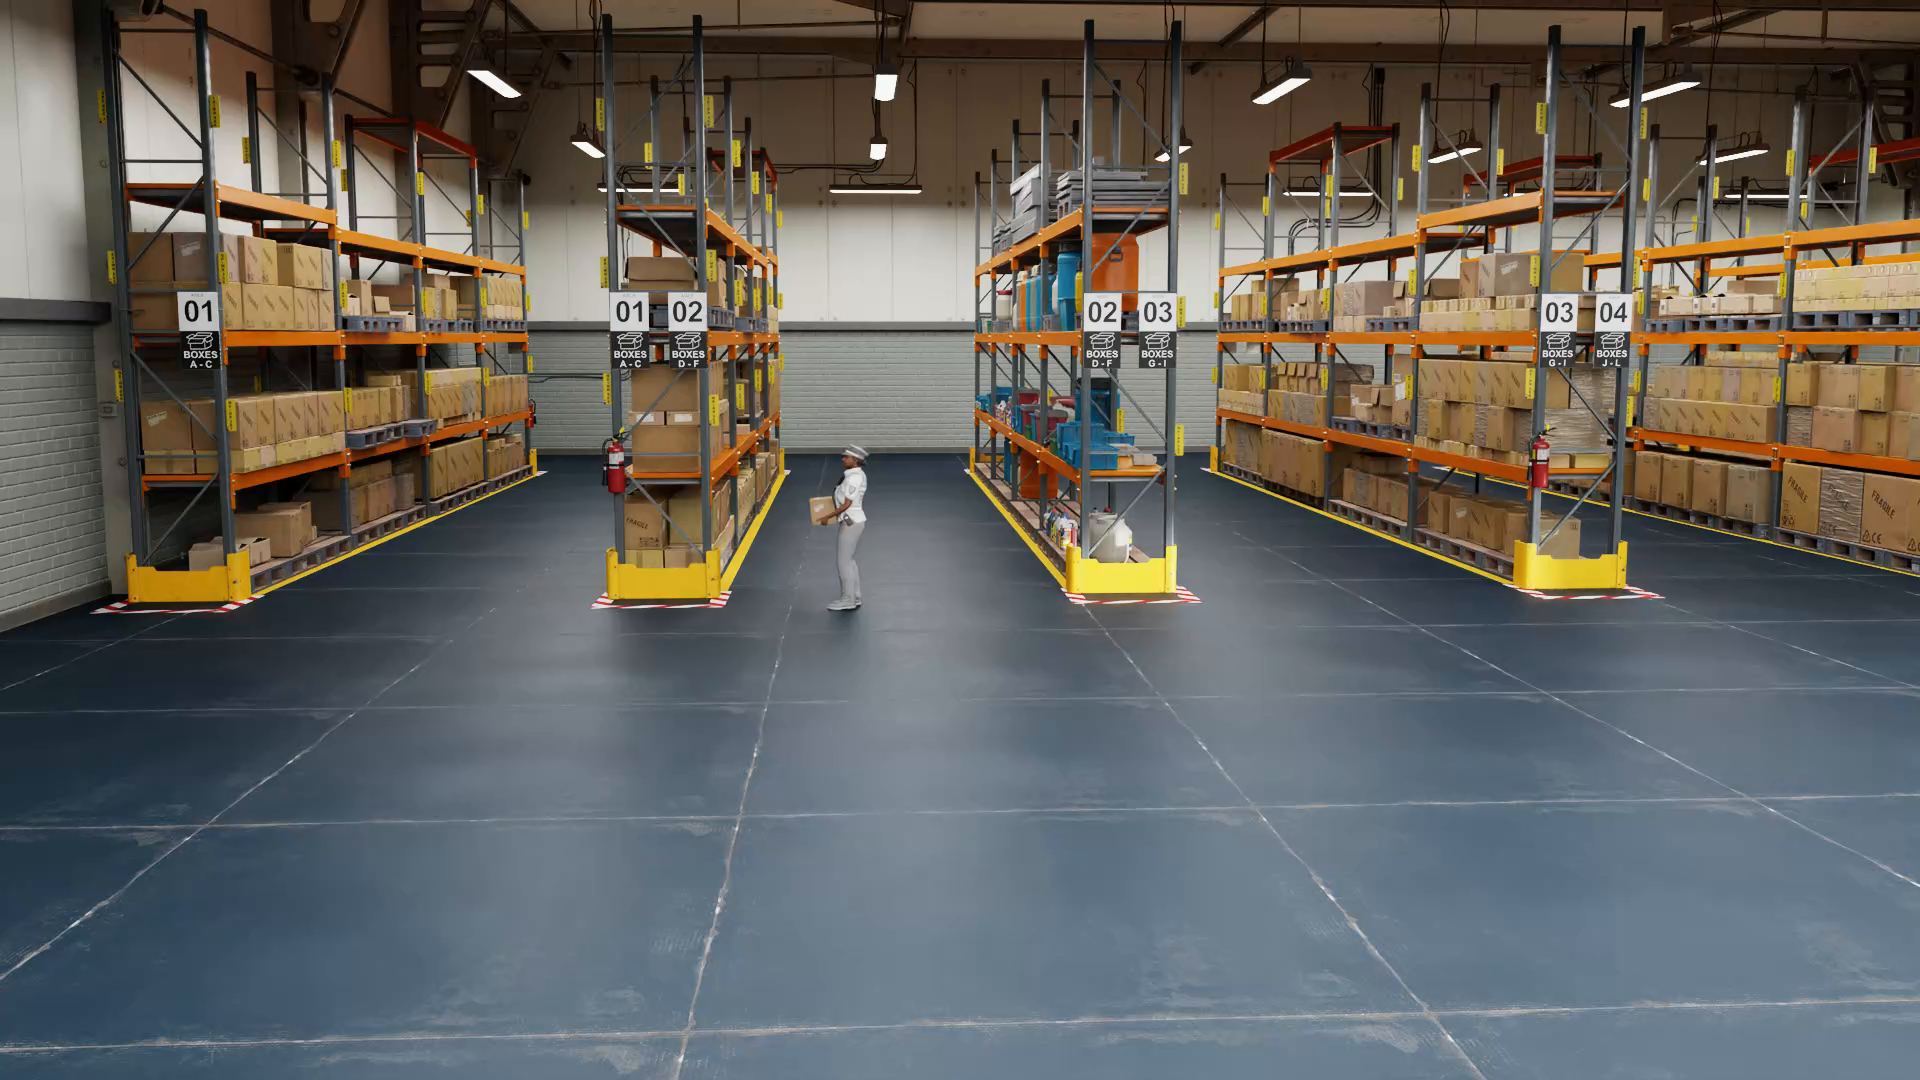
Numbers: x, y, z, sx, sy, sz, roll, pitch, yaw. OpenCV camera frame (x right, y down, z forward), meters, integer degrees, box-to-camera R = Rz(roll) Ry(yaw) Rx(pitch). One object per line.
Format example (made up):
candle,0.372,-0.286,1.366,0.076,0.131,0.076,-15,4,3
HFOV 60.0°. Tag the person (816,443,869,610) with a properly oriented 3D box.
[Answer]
person,-1.188,-0.146,16.832,0.540,1.688,0.450,0,7,-3
